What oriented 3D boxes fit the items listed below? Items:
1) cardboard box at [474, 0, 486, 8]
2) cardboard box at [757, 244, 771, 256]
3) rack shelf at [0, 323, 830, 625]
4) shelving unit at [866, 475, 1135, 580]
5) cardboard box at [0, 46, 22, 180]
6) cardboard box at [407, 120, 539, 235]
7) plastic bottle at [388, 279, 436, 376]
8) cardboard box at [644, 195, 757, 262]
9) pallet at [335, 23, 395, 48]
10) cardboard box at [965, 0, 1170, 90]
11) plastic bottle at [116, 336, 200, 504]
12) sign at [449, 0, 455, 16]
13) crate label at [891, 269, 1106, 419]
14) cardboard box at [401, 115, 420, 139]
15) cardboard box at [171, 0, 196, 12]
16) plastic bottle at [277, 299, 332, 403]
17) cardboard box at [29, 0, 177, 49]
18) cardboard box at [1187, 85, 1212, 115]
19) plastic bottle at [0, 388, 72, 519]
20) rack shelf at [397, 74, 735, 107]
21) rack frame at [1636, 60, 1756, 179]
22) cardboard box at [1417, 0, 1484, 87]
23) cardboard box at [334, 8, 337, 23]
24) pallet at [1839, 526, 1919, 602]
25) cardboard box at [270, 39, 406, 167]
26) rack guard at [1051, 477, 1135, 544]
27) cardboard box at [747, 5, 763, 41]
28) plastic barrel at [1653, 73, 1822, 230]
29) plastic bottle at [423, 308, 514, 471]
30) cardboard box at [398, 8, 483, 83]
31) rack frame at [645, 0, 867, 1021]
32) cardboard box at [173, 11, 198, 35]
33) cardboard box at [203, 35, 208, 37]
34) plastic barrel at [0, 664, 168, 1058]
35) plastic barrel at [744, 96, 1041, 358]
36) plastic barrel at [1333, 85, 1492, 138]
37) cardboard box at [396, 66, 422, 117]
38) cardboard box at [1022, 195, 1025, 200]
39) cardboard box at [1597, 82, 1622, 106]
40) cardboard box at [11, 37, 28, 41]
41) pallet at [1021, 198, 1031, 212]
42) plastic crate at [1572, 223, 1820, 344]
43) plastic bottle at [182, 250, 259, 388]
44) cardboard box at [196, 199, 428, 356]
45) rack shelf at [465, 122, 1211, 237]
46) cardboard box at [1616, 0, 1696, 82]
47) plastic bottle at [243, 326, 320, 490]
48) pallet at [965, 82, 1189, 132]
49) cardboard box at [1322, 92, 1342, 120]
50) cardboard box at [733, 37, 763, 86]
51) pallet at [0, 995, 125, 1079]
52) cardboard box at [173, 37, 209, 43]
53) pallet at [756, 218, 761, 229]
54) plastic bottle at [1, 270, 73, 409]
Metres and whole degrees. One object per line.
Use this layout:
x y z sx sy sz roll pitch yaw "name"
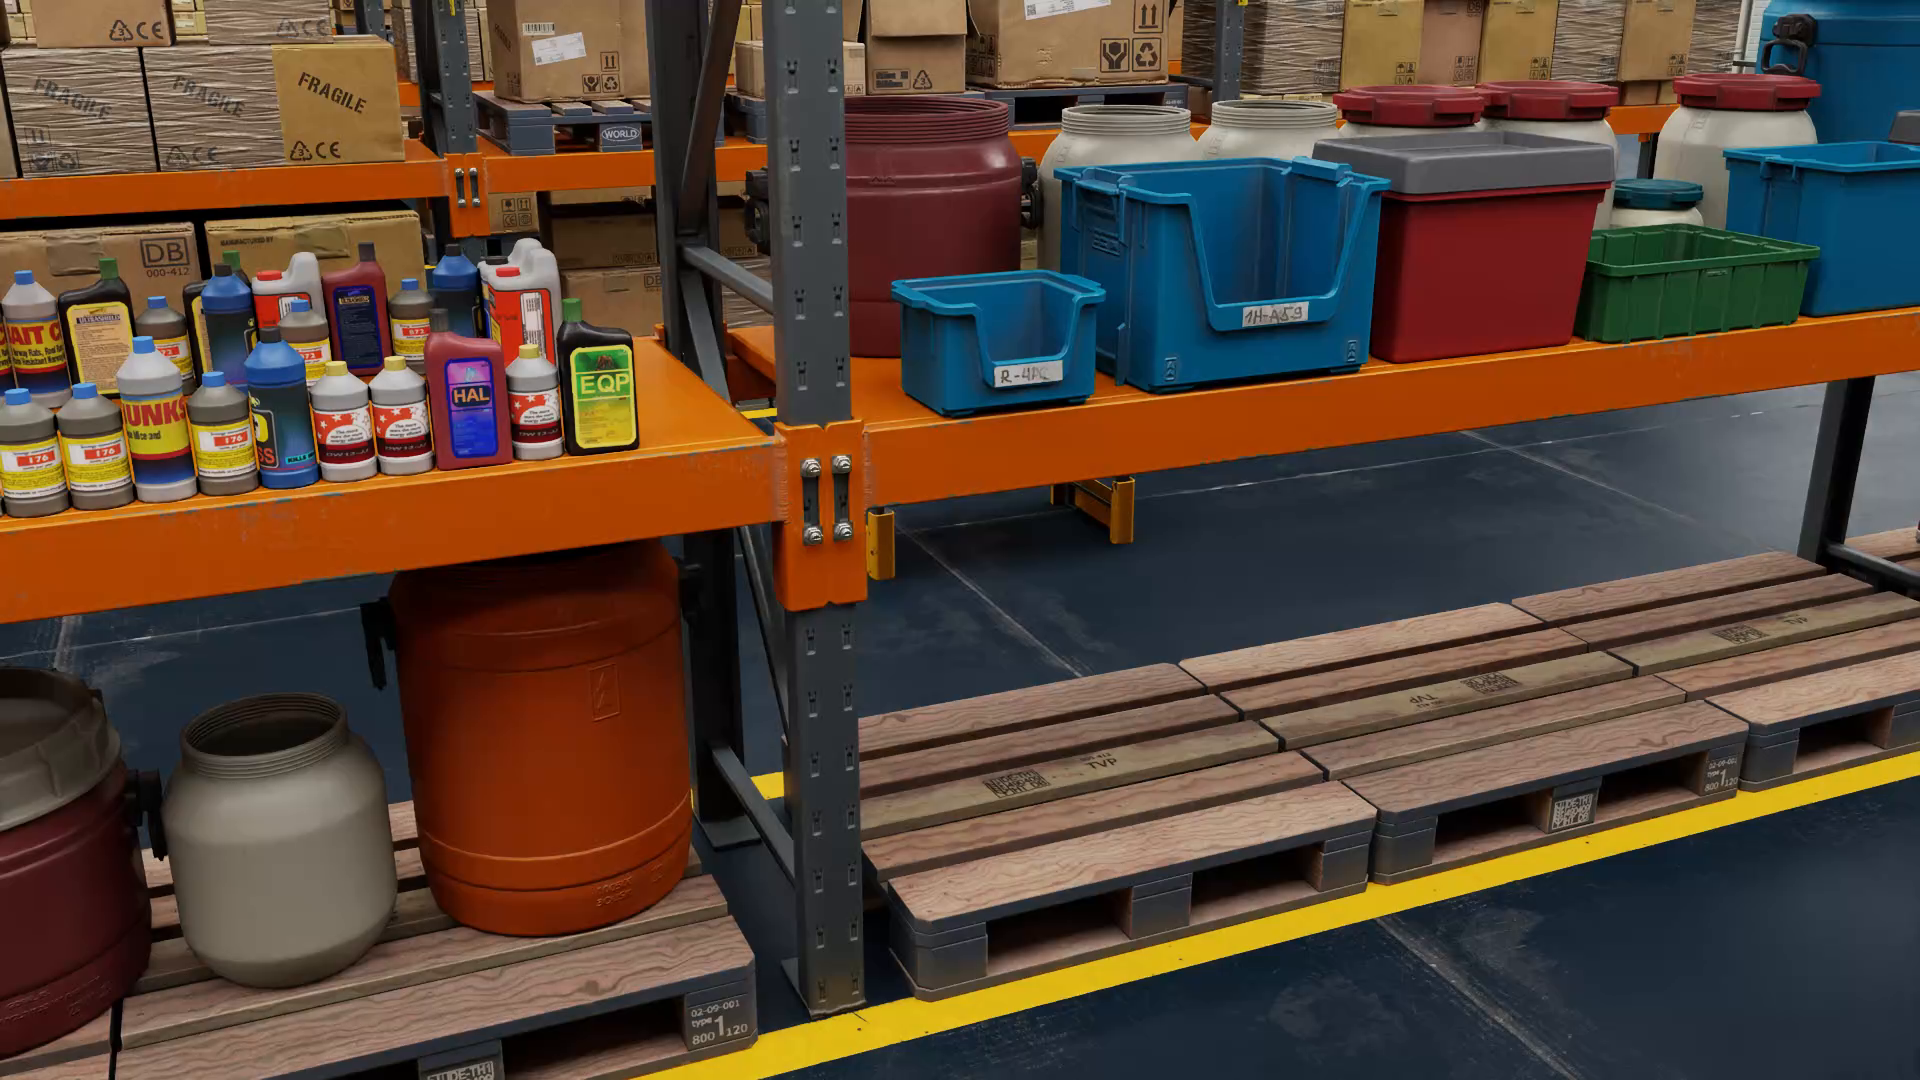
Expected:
-3.413 -4.218 12.328 0.500 0.500 0.700 -8 21 -23 "cardboard box"
-0.792 -1.326 8.873 0.500 0.500 0.700 -6 20 -17 "cardboard box"
-2.296 0.063 2.910 4.000 0.370 1.077 -8 21 -22 "rack shelf"
0.070 -0.717 6.301 1.083 1.500 0.587 -8 21 -22 "shelving unit"
-4.180 -1.757 6.845 0.500 0.500 0.500 -8 21 -21 "cardboard box"
-3.699 -2.765 12.615 0.750 0.750 1.050 -8 21 -23 "cardboard box"
-1.192 -0.468 3.633 0.097 0.201 0.097 0 19 0 "plastic bottle"
-1.335 -1.602 8.528 0.500 0.250 0.500 -6 20 -16 "cardboard box"
-5.735 -5.108 16.801 1.003 0.211 1.213 -8 21 -22 "pallet"
0.466 -2.995 8.977 1.000 1.000 1.000 -8 21 -22 "cardboard box"
-1.345 -0.204 2.780 0.097 0.271 0.097 0 19 0 "plastic bottle"
-2.199 -2.427 7.156 0.005 0.325 0.100 -8 21 -22 "sign"
0.076 -0.402 3.398 0.416 0.233 0.303 -8 21 -22 "crate label"
-5.824 -4.102 16.980 0.625 0.372 0.950 -10 22 -26 "cardboard box"
-5.278 -3.629 11.161 0.250 0.149 0.380 -7 21 -20 "cardboard box"
-1.343 -0.391 3.415 0.097 0.201 0.097 0 19 0 "plastic bottle"
-3.699 -2.394 7.144 0.637 0.503 0.797 -8 21 -21 "cardboard box"
1.332 -2.576 9.699 0.250 0.149 0.380 -8 21 -22 "cardboard box"
-1.524 -0.146 2.719 0.097 0.201 0.097 0 19 0 "plastic bottle"
-2.457 -3.500 13.028 4.000 0.370 1.077 -8 21 -22 "rack shelf"
4.924 -3.102 10.817 0.127 3.000 1.000 -8 21 -22 "rack frame"
2.581 -2.956 9.801 0.500 0.500 0.875 -8 21 -22 "cardboard box"
-6.139 -5.266 16.709 0.250 0.149 0.380 -7 21 -20 "cardboard box"
3.846 0.174 5.710 1.213 0.211 1.003 -8 21 -22 "pallet"
-2.777 -1.957 7.412 0.500 0.500 0.500 -7 21 -20 "cardboard box"
0.527 -0.193 6.695 0.087 0.250 0.587 -8 21 -22 "rack guard"
-1.458 -3.933 13.024 0.500 0.500 0.500 -8 21 -23 "cardboard box"
2.248 -1.071 4.842 0.433 0.535 0.433 0 19 0 "plastic barrel"
-0.874 -0.271 2.950 0.133 0.283 0.061 -8 21 -22 "plastic bottle"
-3.774 -3.600 12.078 0.500 0.500 0.500 -8 21 -21 "cardboard box"
-0.460 -0.540 3.538 0.127 3.000 1.000 -8 21 -22 "rack frame"
-5.282 -3.488 11.210 0.250 0.149 0.380 -8 21 -22 "cardboard box"
-5.029 -3.384 11.363 0.250 0.149 0.380 -8 21 -21 "cardboard box"
-1.939 0.618 3.249 0.708 0.588 0.600 -8 21 -22 "plastic barrel"
-0.154 -0.757 3.951 0.708 0.536 0.600 -8 21 -22 "plastic barrel"
1.177 -0.917 4.407 0.433 0.535 0.433 0 19 0 "plastic barrel"
-7.142 -5.829 21.505 0.625 0.625 0.875 -7 21 -20 "cardboard box"
-0.015 -3.359 14.113 0.875 0.875 0.875 -8 21 -21 "cardboard box"
3.824 -2.754 10.205 0.250 0.149 0.380 -8 21 -22 "cardboard box"
-6.226 -3.214 10.880 0.250 0.149 0.380 -9 21 -23 "cardboard box"
0.109 -2.863 14.335 1.213 0.211 1.003 -8 21 -22 "pallet"
1.726 -0.651 4.172 0.662 0.188 0.450 -8 21 -22 "plastic crate"
-1.551 -0.462 3.492 0.133 0.283 0.061 -8 21 -22 "plastic bottle"
-3.064 -1.161 7.871 0.875 0.875 1.225 -9 21 -24 "cardboard box"
-0.585 -1.974 8.694 4.000 0.370 1.077 -8 21 -22 "rack shelf"
3.997 -3.124 10.278 0.500 0.500 0.875 -8 21 -22 "cardboard box"
-1.166 -0.230 2.852 0.097 0.271 0.097 0 19 0 "plastic bottle"
0.492 -2.430 9.194 1.213 0.211 1.003 -8 21 -22 "pallet"
2.021 -2.464 9.383 0.250 0.149 0.380 -8 21 -22 "cardboard box"
-0.997 -2.486 8.637 0.258 0.266 0.396 -9 21 -23 "cardboard box"
-2.286 1.051 3.218 1.213 0.211 1.003 -8 21 -22 "pallet"
-3.448 -2.048 7.670 0.500 0.500 0.500 -9 21 -23 "cardboard box"
-1.299 -2.662 13.765 1.213 0.211 1.003 -8 21 -22 "pallet"
-1.862 -0.405 3.349 0.097 0.271 0.097 0 19 0 "plastic bottle"
